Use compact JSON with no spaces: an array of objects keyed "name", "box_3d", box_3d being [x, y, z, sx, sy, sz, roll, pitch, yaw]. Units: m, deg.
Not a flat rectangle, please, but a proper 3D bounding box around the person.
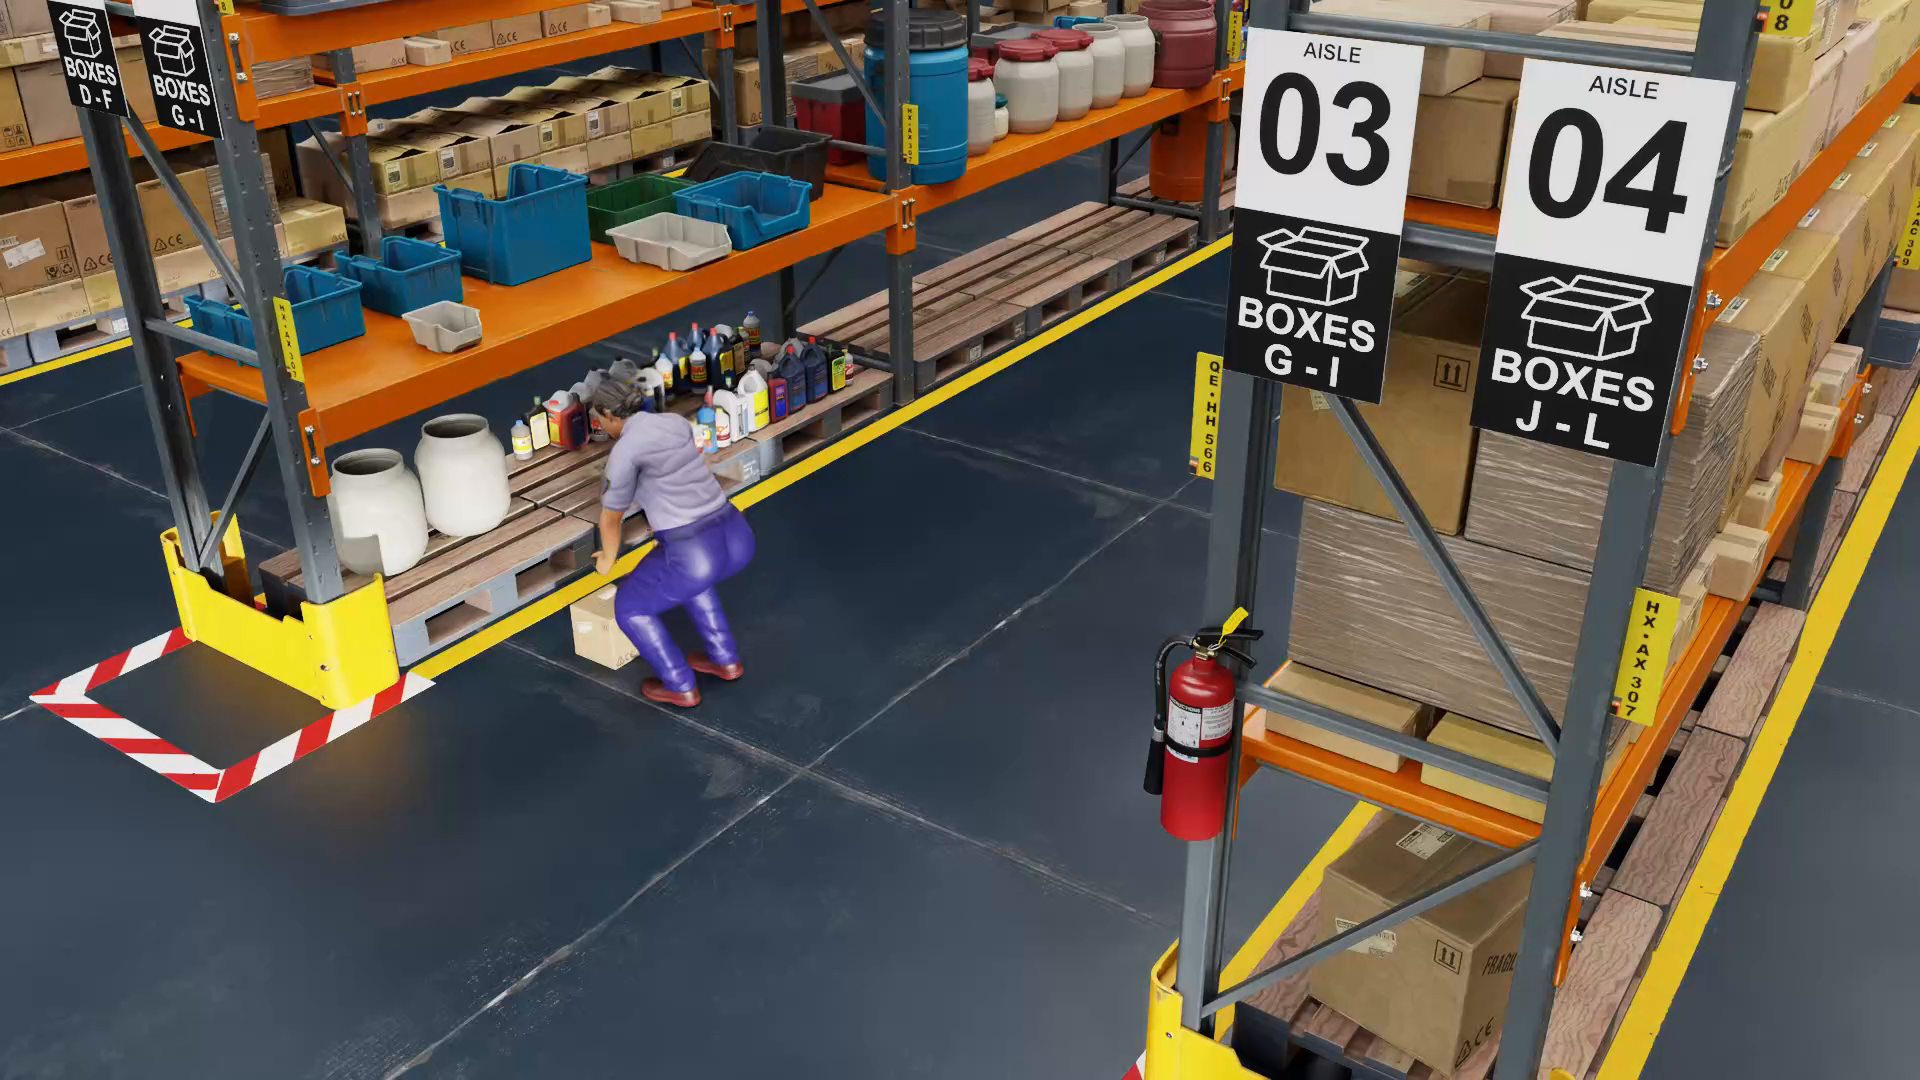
[{"name":"person","box_3d":[-1.206,0.028,6.910,0.655,1.356,0.534,18,32,31]}]
